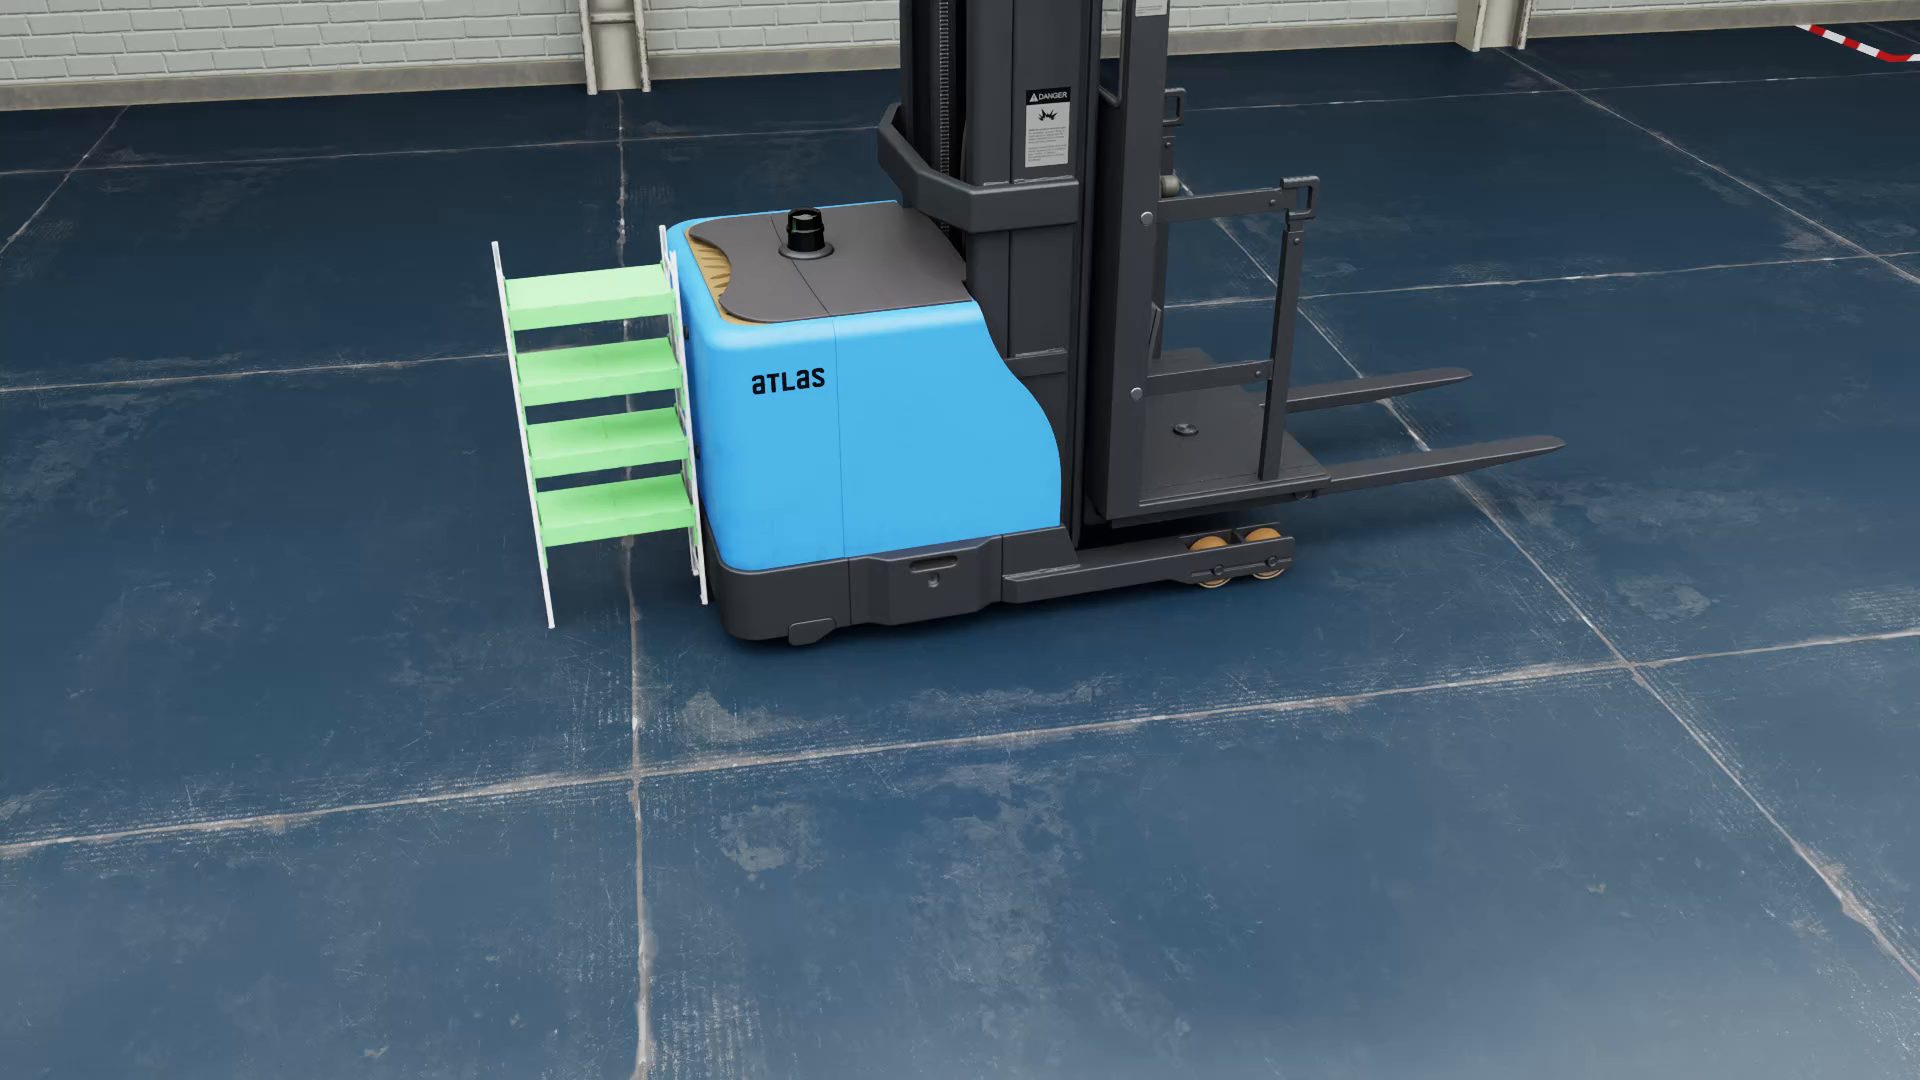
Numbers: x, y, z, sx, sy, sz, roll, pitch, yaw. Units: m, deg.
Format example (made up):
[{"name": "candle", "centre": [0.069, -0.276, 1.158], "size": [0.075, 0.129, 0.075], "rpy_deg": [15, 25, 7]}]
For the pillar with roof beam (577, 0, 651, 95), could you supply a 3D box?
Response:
[{"name": "pillar with roof beam", "centre": [-1.420, -4.657, 4.792], "size": [0.400, 9.000, 9.100], "rpy_deg": [-5, 31, -9]}]

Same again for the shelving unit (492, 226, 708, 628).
[{"name": "shelving unit", "centre": [-1.094, -0.331, 5.130], "size": [0.503, 1.200, 0.258], "rpy_deg": [-9, 32, -14]}]

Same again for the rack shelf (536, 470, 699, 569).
[{"name": "rack shelf", "centre": [-1.094, -0.069, 5.284], "size": [0.480, 0.148, 0.258], "rpy_deg": [-9, 32, -14]}]

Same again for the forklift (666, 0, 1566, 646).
[{"name": "forklift", "centre": [0.602, -1.354, 5.161], "size": [3.031, 2.935, 1.130], "rpy_deg": [-9, 32, -14]}]

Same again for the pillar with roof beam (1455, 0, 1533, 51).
[{"name": "pillar with roof beam", "centre": [4.482, -5.205, 5.723], "size": [0.400, 9.000, 9.100], "rpy_deg": [-5, 31, -9]}]

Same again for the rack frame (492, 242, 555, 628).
[{"name": "rack frame", "centre": [-1.328, -0.296, 5.070], "size": [0.015, 1.200, 0.240], "rpy_deg": [-9, 32, -14]}]

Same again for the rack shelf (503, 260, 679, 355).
[{"name": "rack shelf", "centre": [-1.094, -0.690, 4.919], "size": [0.480, 0.148, 0.258], "rpy_deg": [-9, 32, -14]}]

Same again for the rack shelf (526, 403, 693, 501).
[{"name": "rack shelf", "centre": [-1.094, -0.276, 5.162], "size": [0.480, 0.148, 0.258], "rpy_deg": [-9, 32, -14]}]

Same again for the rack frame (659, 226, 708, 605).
[{"name": "rack frame", "centre": [-0.860, -0.367, 5.190], "size": [0.015, 1.200, 0.240], "rpy_deg": [-9, 32, -14]}]

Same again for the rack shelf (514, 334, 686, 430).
[{"name": "rack shelf", "centre": [-1.094, -0.483, 5.041], "size": [0.480, 0.148, 0.258], "rpy_deg": [-9, 32, -14]}]
